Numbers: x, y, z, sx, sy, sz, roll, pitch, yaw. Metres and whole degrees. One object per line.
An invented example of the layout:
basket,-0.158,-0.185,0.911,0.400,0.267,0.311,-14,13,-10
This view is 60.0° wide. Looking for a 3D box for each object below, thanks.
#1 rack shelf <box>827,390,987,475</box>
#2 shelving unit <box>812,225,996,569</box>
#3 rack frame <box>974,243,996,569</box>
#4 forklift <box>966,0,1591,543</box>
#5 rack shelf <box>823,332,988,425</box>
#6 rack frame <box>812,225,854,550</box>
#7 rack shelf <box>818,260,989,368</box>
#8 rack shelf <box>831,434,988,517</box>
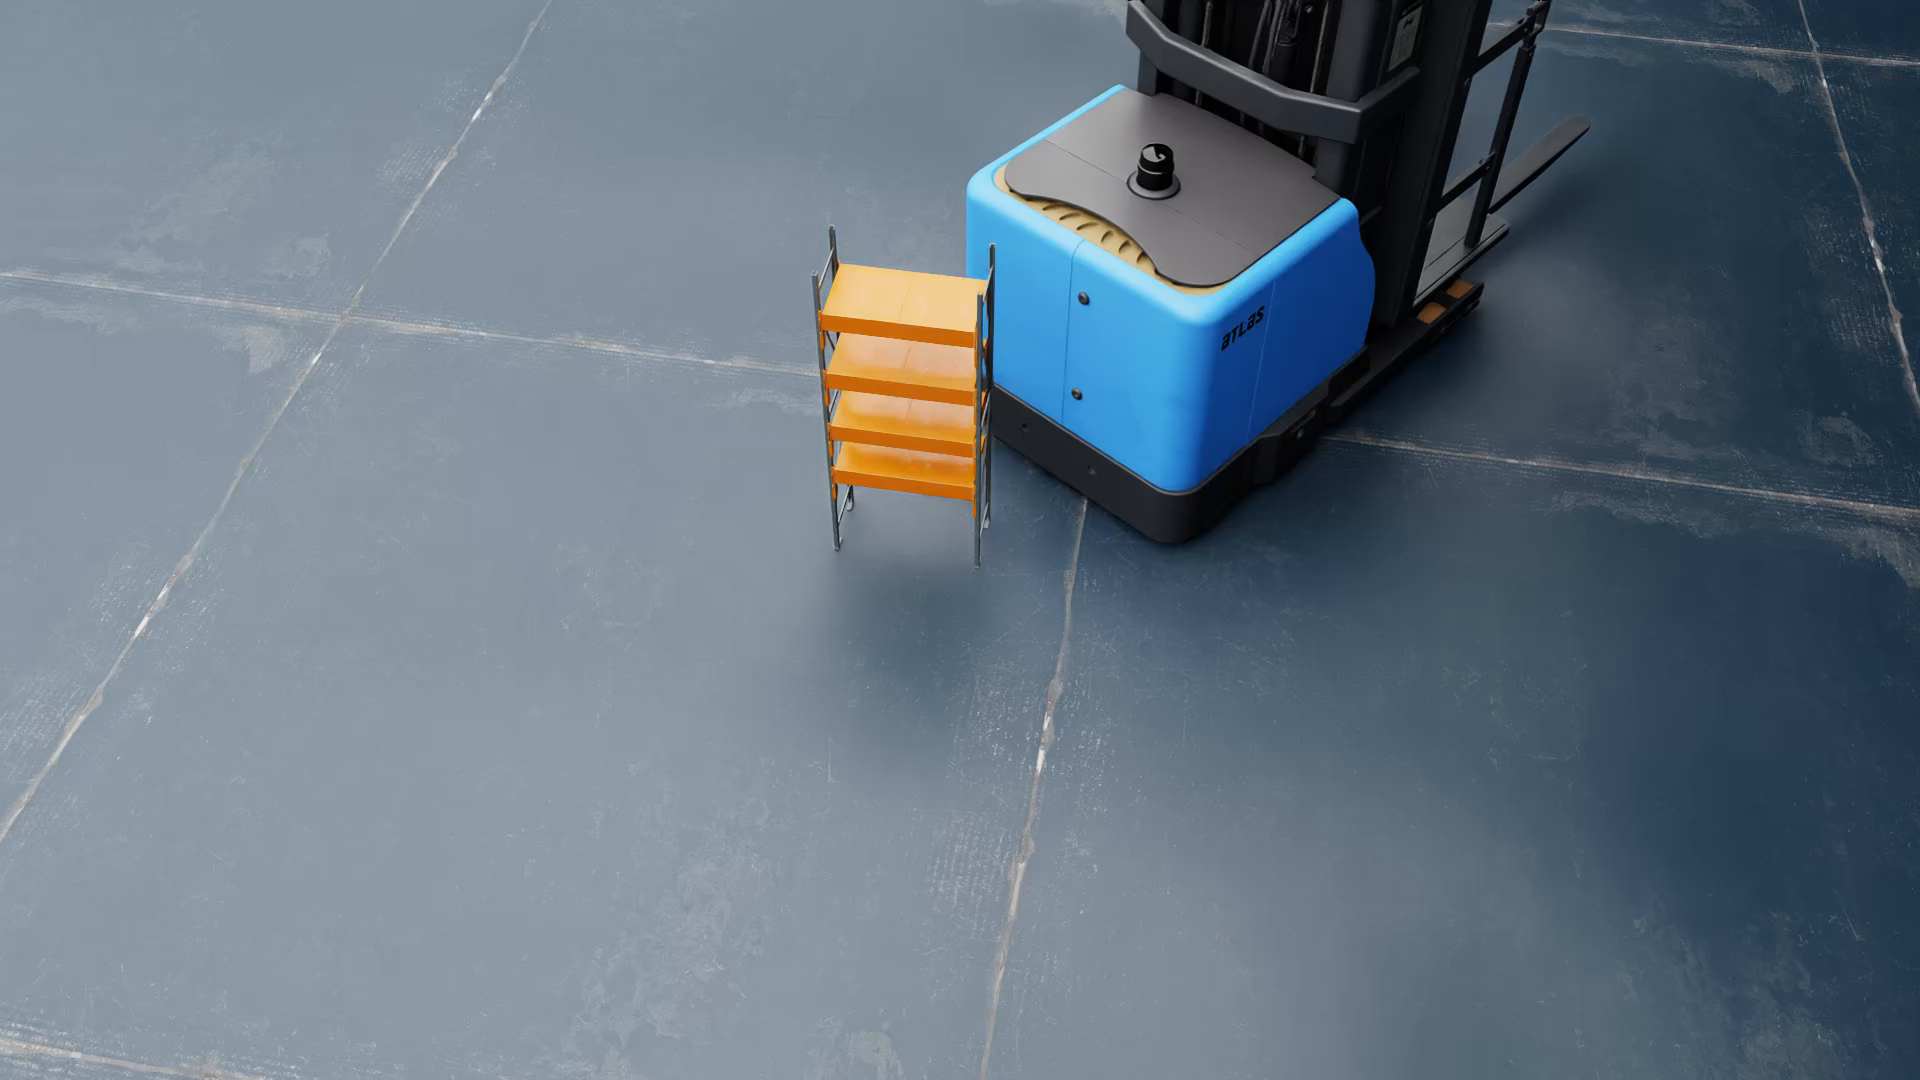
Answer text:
rack shelf,-0.163,-0.378,5.373,0.480,0.148,0.258,8,49,7
shelving unit,-0.163,-0.423,5.323,0.503,1.200,0.258,8,49,7
rack frame,0.077,-0.391,5.294,0.015,1.200,0.240,8,49,7
forklift,1.389,-1.969,5.549,1.130,2.935,3.031,36,57,28
rack shelf,-0.163,-0.527,5.207,0.480,0.148,0.258,8,49,7
rack frame,-0.403,-0.455,5.352,0.015,1.200,0.240,8,49,7
rack shelf,-0.163,-0.686,5.031,0.480,0.148,0.258,8,49,7
rack shelf,-0.163,-0.245,5.521,0.480,0.148,0.258,8,49,7
